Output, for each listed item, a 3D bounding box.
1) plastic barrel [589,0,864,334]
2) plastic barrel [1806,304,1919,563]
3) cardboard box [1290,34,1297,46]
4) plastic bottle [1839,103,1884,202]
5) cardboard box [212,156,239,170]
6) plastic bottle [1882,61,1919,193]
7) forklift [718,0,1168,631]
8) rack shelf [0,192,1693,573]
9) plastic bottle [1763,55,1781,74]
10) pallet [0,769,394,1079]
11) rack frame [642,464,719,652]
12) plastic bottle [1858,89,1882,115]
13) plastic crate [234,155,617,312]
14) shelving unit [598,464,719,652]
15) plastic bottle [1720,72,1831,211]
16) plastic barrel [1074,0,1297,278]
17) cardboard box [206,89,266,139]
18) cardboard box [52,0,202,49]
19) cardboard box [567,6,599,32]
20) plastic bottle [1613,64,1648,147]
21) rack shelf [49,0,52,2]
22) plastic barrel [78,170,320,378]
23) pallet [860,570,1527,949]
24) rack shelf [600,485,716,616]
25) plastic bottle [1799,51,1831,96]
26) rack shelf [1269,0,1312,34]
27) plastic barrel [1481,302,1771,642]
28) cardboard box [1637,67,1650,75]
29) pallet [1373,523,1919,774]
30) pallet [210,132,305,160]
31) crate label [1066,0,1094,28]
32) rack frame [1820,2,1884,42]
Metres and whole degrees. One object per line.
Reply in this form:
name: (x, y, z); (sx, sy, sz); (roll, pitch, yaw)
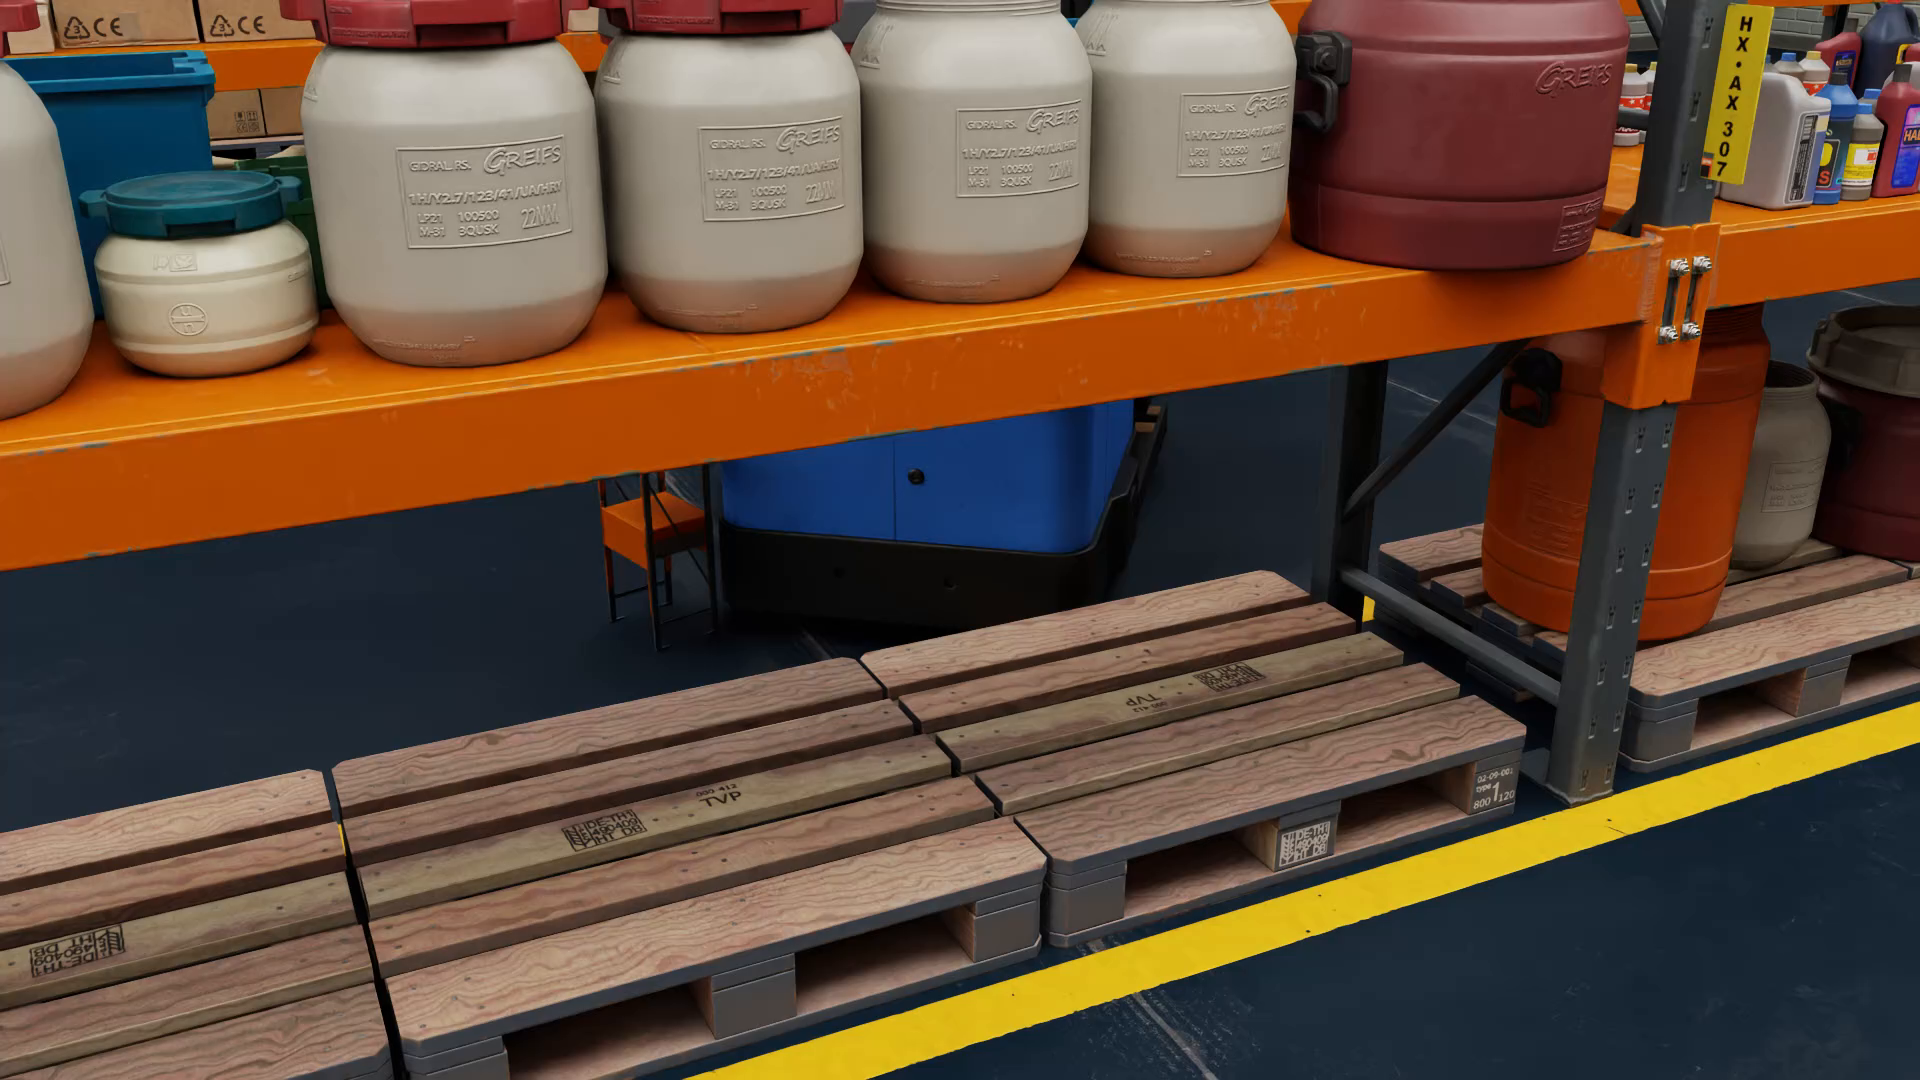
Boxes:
plastic barrel: (-0.369, -0.634, 2.682); (0.433, 0.535, 0.433); (0, 22, 0)
plastic barrel: (2.679, -0.312, 4.686); (0.708, 0.588, 0.600); (-10, 25, -24)
cardboard box: (2.648, -4.421, 14.728); (0.500, 0.500, 0.700); (-11, 25, -25)
plastic bottle: (1.962, -0.853, 3.648); (0.097, 0.201, 0.097); (0, 22, 0)
cardboard box: (-3.364, -1.521, 7.316); (0.500, 0.311, 0.500); (-11, 25, -24)
plastic bottle: (2.175, -0.938, 3.756); (0.135, 0.276, 0.152); (-10, 25, -24)
forklift: (0.142, -1.626, 5.345); (1.130, 2.935, 3.031); (5, 23, 11)
rack shelf: (-0.575, -0.294, 2.979); (4.000, 0.370, 1.077); (-10, 25, -24)
plastic bottle: (2.165, -1.212, 4.517); (0.097, 0.201, 0.097); (0, 22, 0)
pallet: (-1.686, 0.850, 2.920); (1.213, 0.211, 1.003); (-10, 25, -24)
rack frame: (-0.750, -0.207, 4.376); (0.200, 1.050, 0.008); (-18, 28, -37)
plastic bottle: (2.104, -0.943, 3.867); (0.097, 0.201, 0.097); (0, 22, 0)
plastic crate: (-0.930, -0.583, 3.013); (0.662, 0.188, 0.450); (-10, 25, -24)
shelving unit: (-0.829, -0.242, 4.463); (0.215, 1.050, 0.252); (-18, 28, -37)
plastic bottle: (1.758, -0.861, 3.571); (0.135, 0.276, 0.152); (-10, 25, -24)
plastic barrel: (0.393, -0.766, 3.031); (0.421, 0.512, 0.421); (0, 22, 0)
cardboard box: (-5.096, -3.059, 11.410); (0.500, 0.500, 0.700); (-10, 25, -23)
cardboard box: (-3.348, -2.258, 6.651); (0.500, 0.500, 0.500); (-9, 24, -20)
cardboard box: (-1.608, -2.305, 7.226); (0.250, 0.149, 0.380); (-10, 25, -24)
plastic bottle: (1.727, -1.132, 4.322); (0.097, 0.201, 0.097); (0, 22, 0)
rack shelf: (-4.871, -3.708, 11.227); (4.000, 0.370, 1.077); (-10, 25, -24)
plastic barrel: (-1.118, -0.397, 2.469); (0.301, 0.262, 0.301); (0, 22, 0)
pallet: (0.513, 0.445, 3.898); (1.213, 0.211, 1.003); (-10, 25, -24)
rack shelf: (-0.829, 0.024, 4.573); (0.215, 0.259, 0.240); (-18, 28, -37)
plastic bottle: (2.341, -1.245, 4.595); (0.097, 0.201, 0.097); (0, 22, 0)
rack shelf: (0.885, -2.665, 8.707); (4.000, 0.370, 1.077); (-10, 25, -24)
plastic barrel: (1.661, -0.236, 4.188); (0.708, 0.830, 0.600); (-10, 25, -24)
cardboard box: (4.377, -2.693, 10.522); (0.637, 0.503, 0.797); (-10, 25, -24)
pallet: (1.920, 0.185, 4.527); (1.213, 0.211, 1.003); (-10, 25, -24)
pallet: (-4.872, -2.754, 11.627); (1.213, 0.211, 1.003); (-10, 25, -24)
crate label: (0.215, -0.903, 3.463); (0.616, 0.435, 0.502); (-10, 25, -24)
rack frame: (6.291, -3.993, 10.974); (0.127, 3.000, 1.000); (-10, 25, -24)
